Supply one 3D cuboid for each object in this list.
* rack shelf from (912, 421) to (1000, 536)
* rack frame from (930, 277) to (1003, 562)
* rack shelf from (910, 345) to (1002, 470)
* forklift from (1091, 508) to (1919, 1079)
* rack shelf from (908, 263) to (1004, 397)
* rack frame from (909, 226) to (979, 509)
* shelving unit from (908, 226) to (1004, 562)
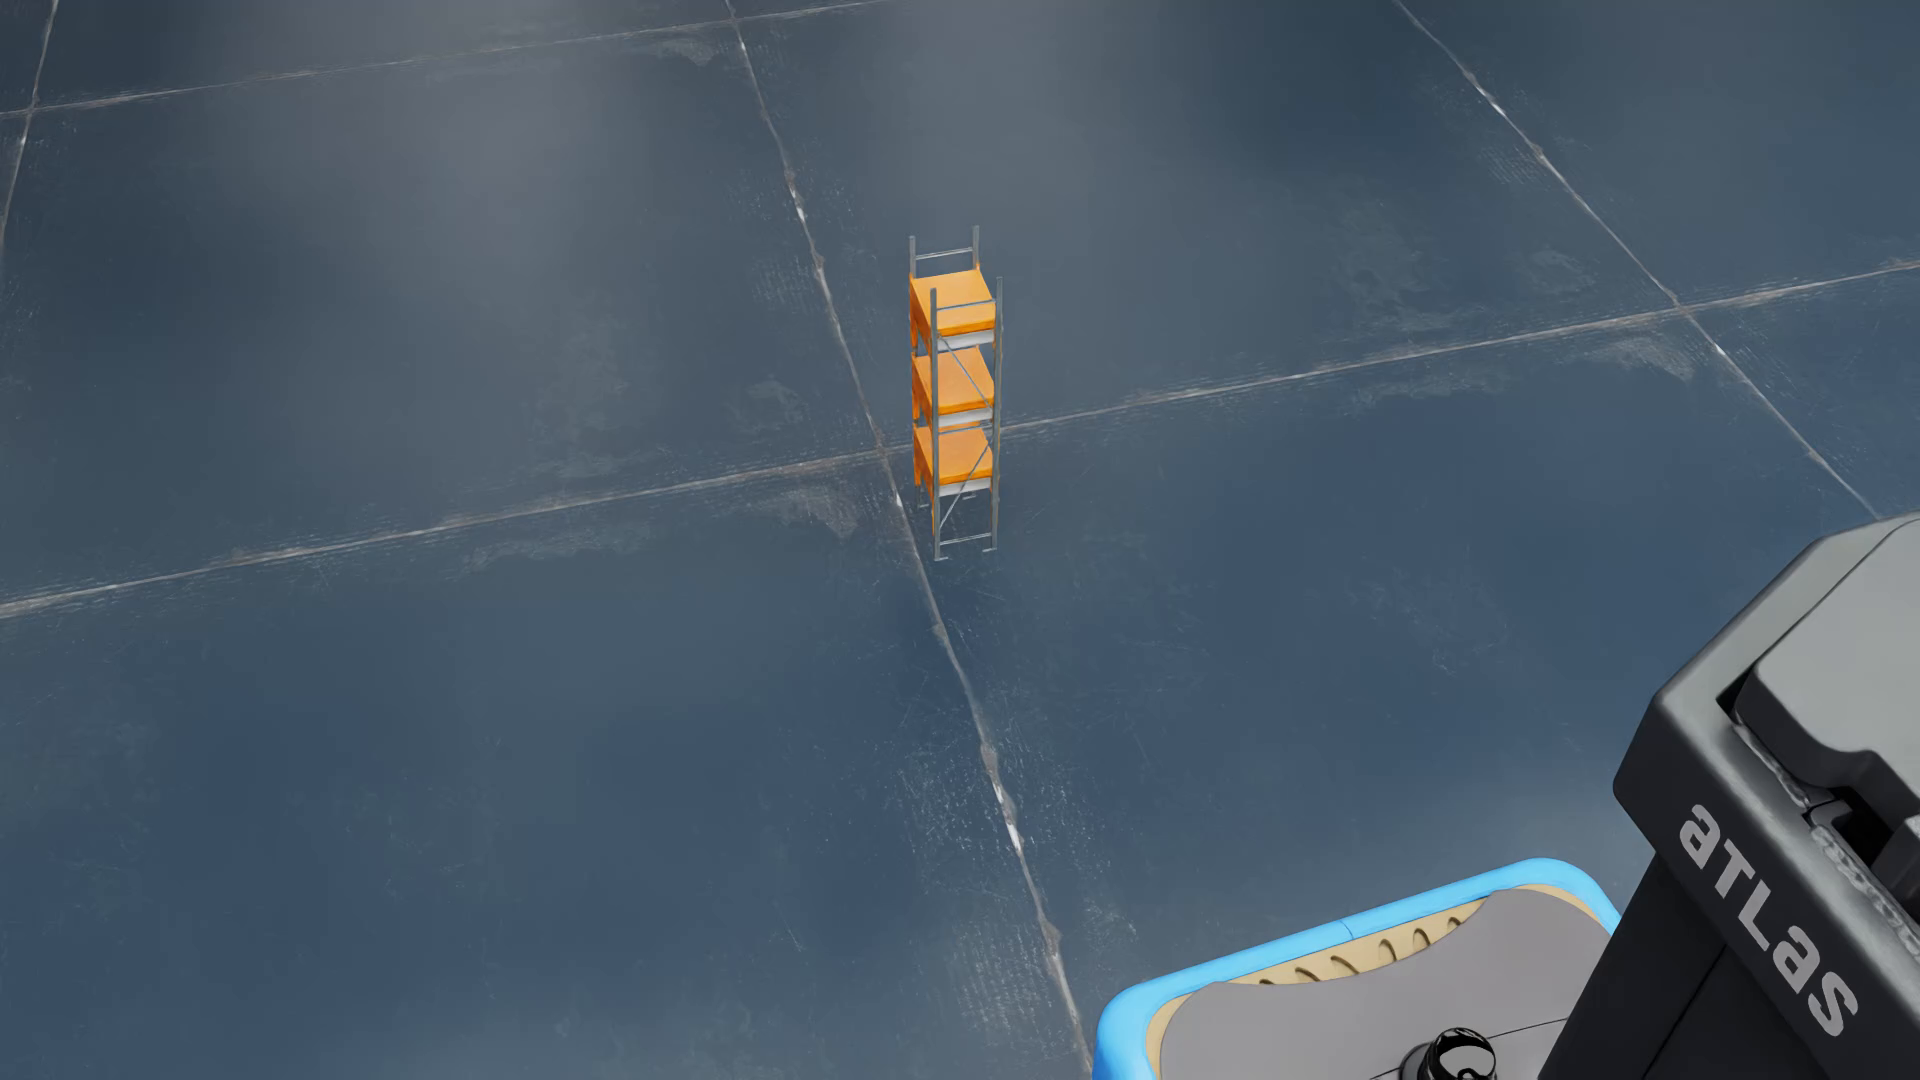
[{"bbox_3d":[-0.014,-0.202,5.117,0.215,0.259,0.240,-11,47,-10],"label":"rack shelf"},{"bbox_3d":[0.018,-0.320,4.829,0.200,1.050,0.008,-11,47,-10],"label":"rack frame"},{"bbox_3d":[-0.014,-0.397,4.919,0.215,0.259,0.240,-11,47,-10],"label":"rack shelf"},{"bbox_3d":[1.190,1.424,1.802,1.130,2.935,3.031,-14,47,-13],"label":"forklift"},{"bbox_3d":[-0.014,-0.596,4.716,0.215,0.259,0.240,-11,47,-10],"label":"rack shelf"},{"bbox_3d":[-0.045,-0.489,4.994,0.200,1.050,0.008,-11,47,-10],"label":"rack frame"},{"bbox_3d":[-0.014,-0.404,4.911,0.215,1.050,0.252,-11,47,-10],"label":"shelving unit"}]
